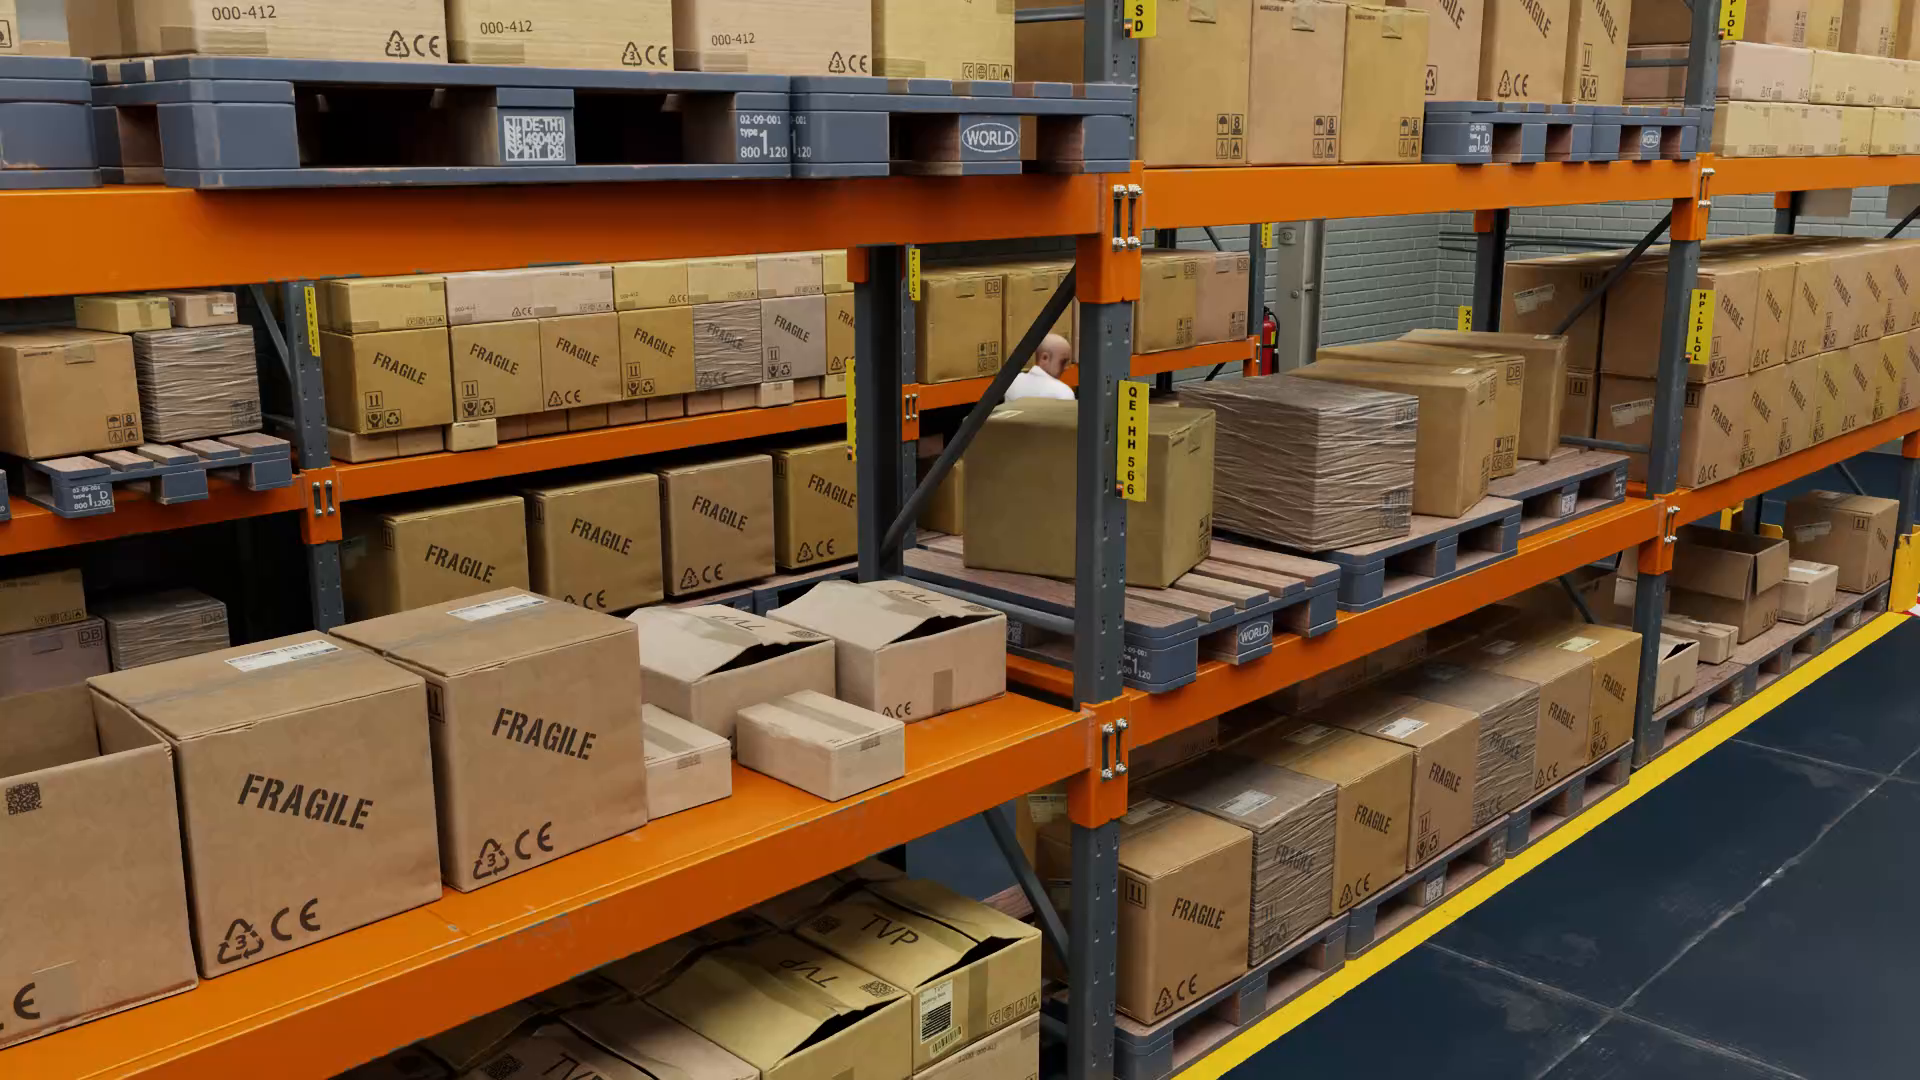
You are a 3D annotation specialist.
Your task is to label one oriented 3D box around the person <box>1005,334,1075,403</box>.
[{"bbox_3d":[0.521,-0.369,10.015,0.628,1.762,0.849,11,17,38],"label":"person"}]
